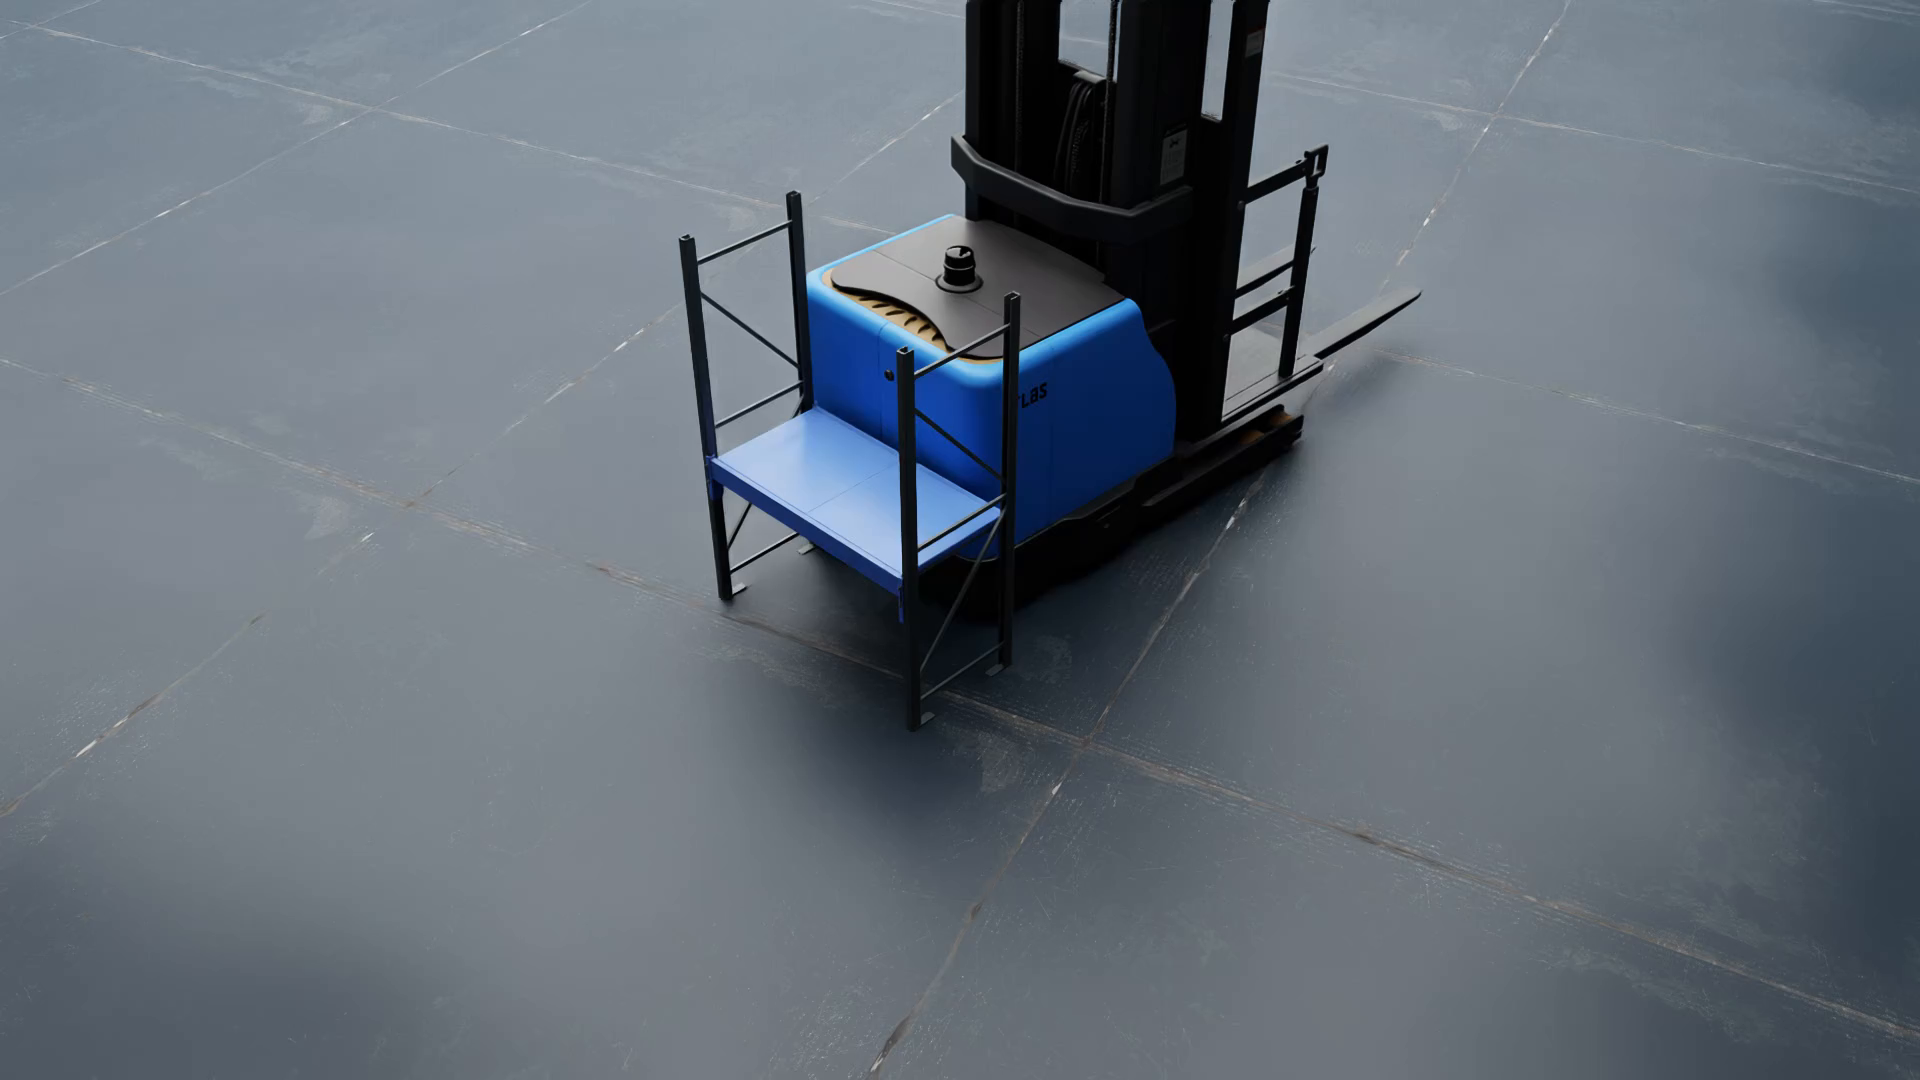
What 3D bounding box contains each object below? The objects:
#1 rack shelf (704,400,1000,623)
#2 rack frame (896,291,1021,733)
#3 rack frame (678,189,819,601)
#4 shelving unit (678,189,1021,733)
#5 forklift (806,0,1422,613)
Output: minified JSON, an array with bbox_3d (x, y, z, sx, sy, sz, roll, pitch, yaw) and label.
[{"bbox_3d":[-0.362,-0.123,5.786,1.000,0.185,0.538,31,47,34],"label":"rack shelf"},{"bbox_3d":[0.001,-0.051,5.394,0.032,1.500,0.500,31,47,34],"label":"rack frame"},{"bbox_3d":[-0.725,-0.482,5.961,0.032,1.500,0.500,31,47,34],"label":"rack frame"},{"bbox_3d":[-0.362,-0.266,5.677,1.048,1.500,0.538,31,47,34],"label":"shelving unit"},{"bbox_3d":[0.814,-1.671,6.345,3.031,2.935,1.130,-29,46,-33],"label":"forklift"}]
